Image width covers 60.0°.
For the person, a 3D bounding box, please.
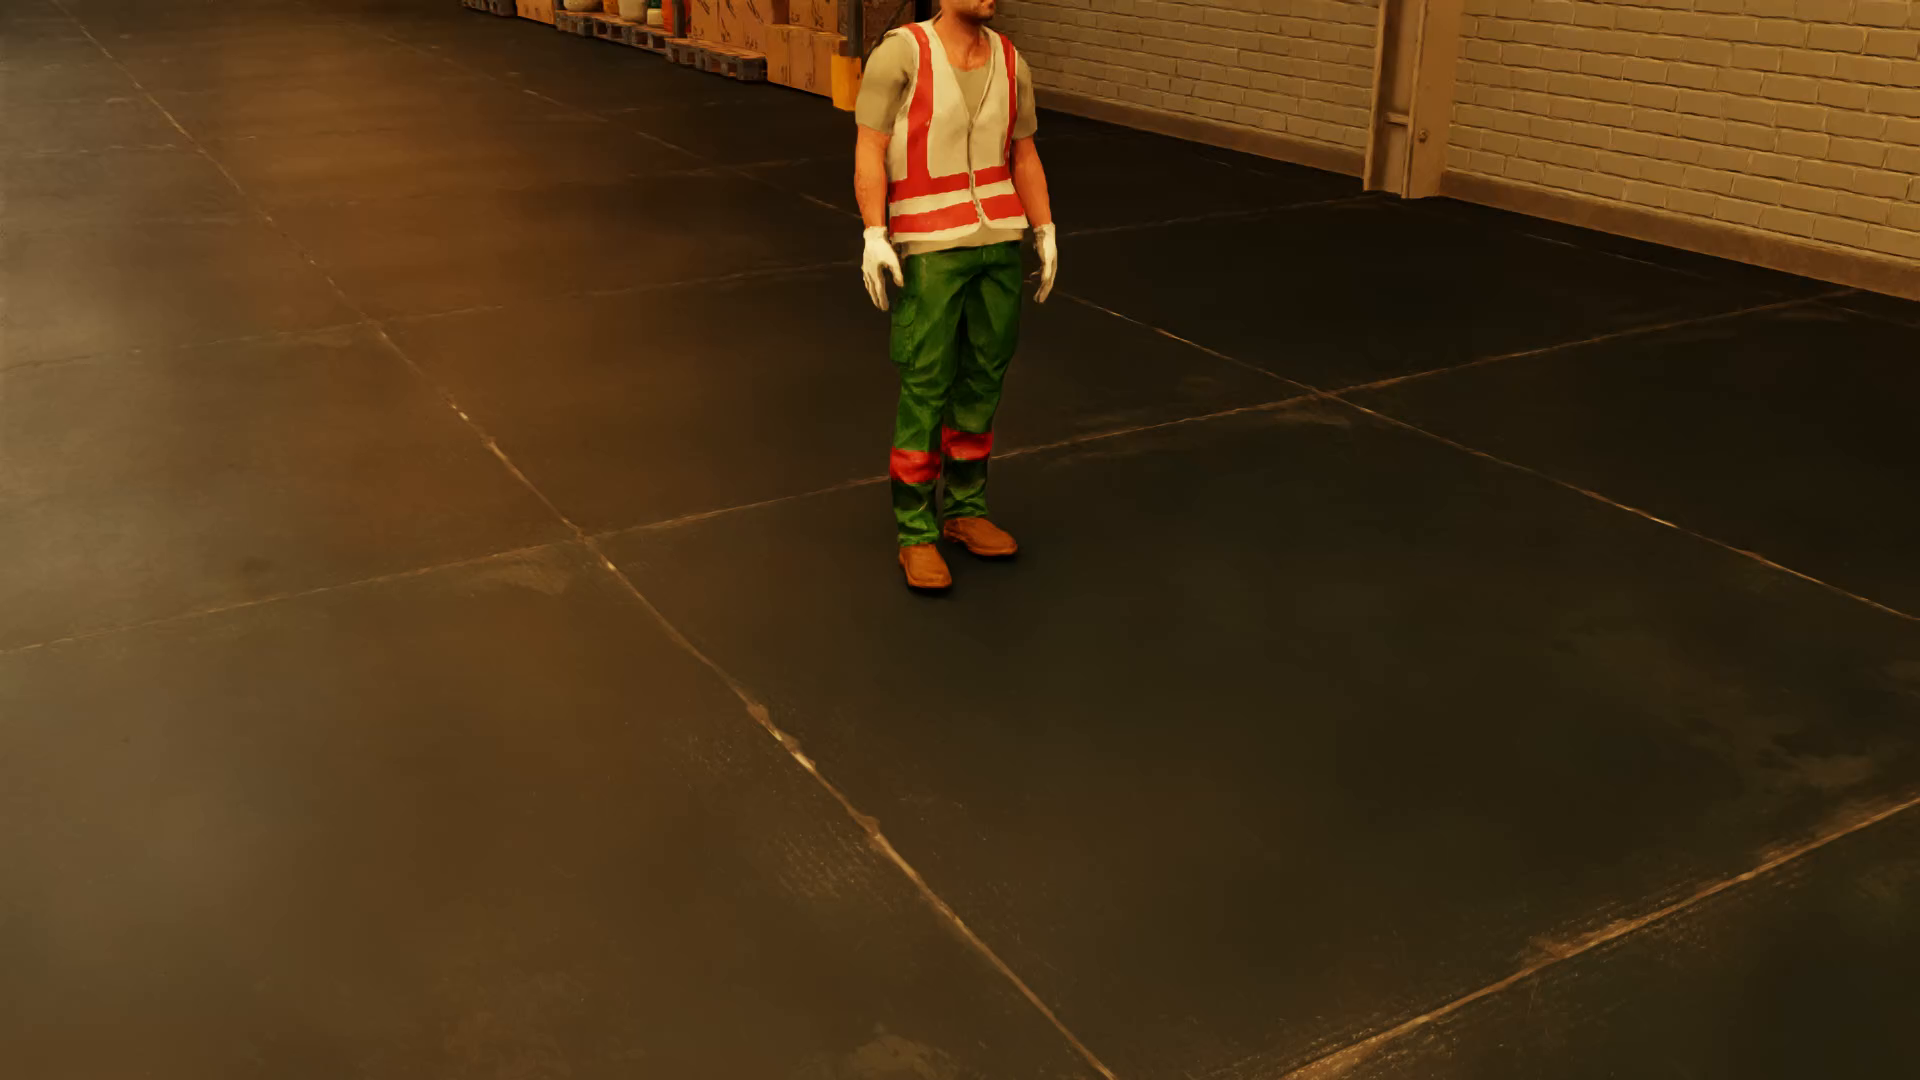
[{"bbox_3d":[0.031,-0.805,4.723,0.637,1.787,0.563,-12,25,-28],"label":"person"}]
